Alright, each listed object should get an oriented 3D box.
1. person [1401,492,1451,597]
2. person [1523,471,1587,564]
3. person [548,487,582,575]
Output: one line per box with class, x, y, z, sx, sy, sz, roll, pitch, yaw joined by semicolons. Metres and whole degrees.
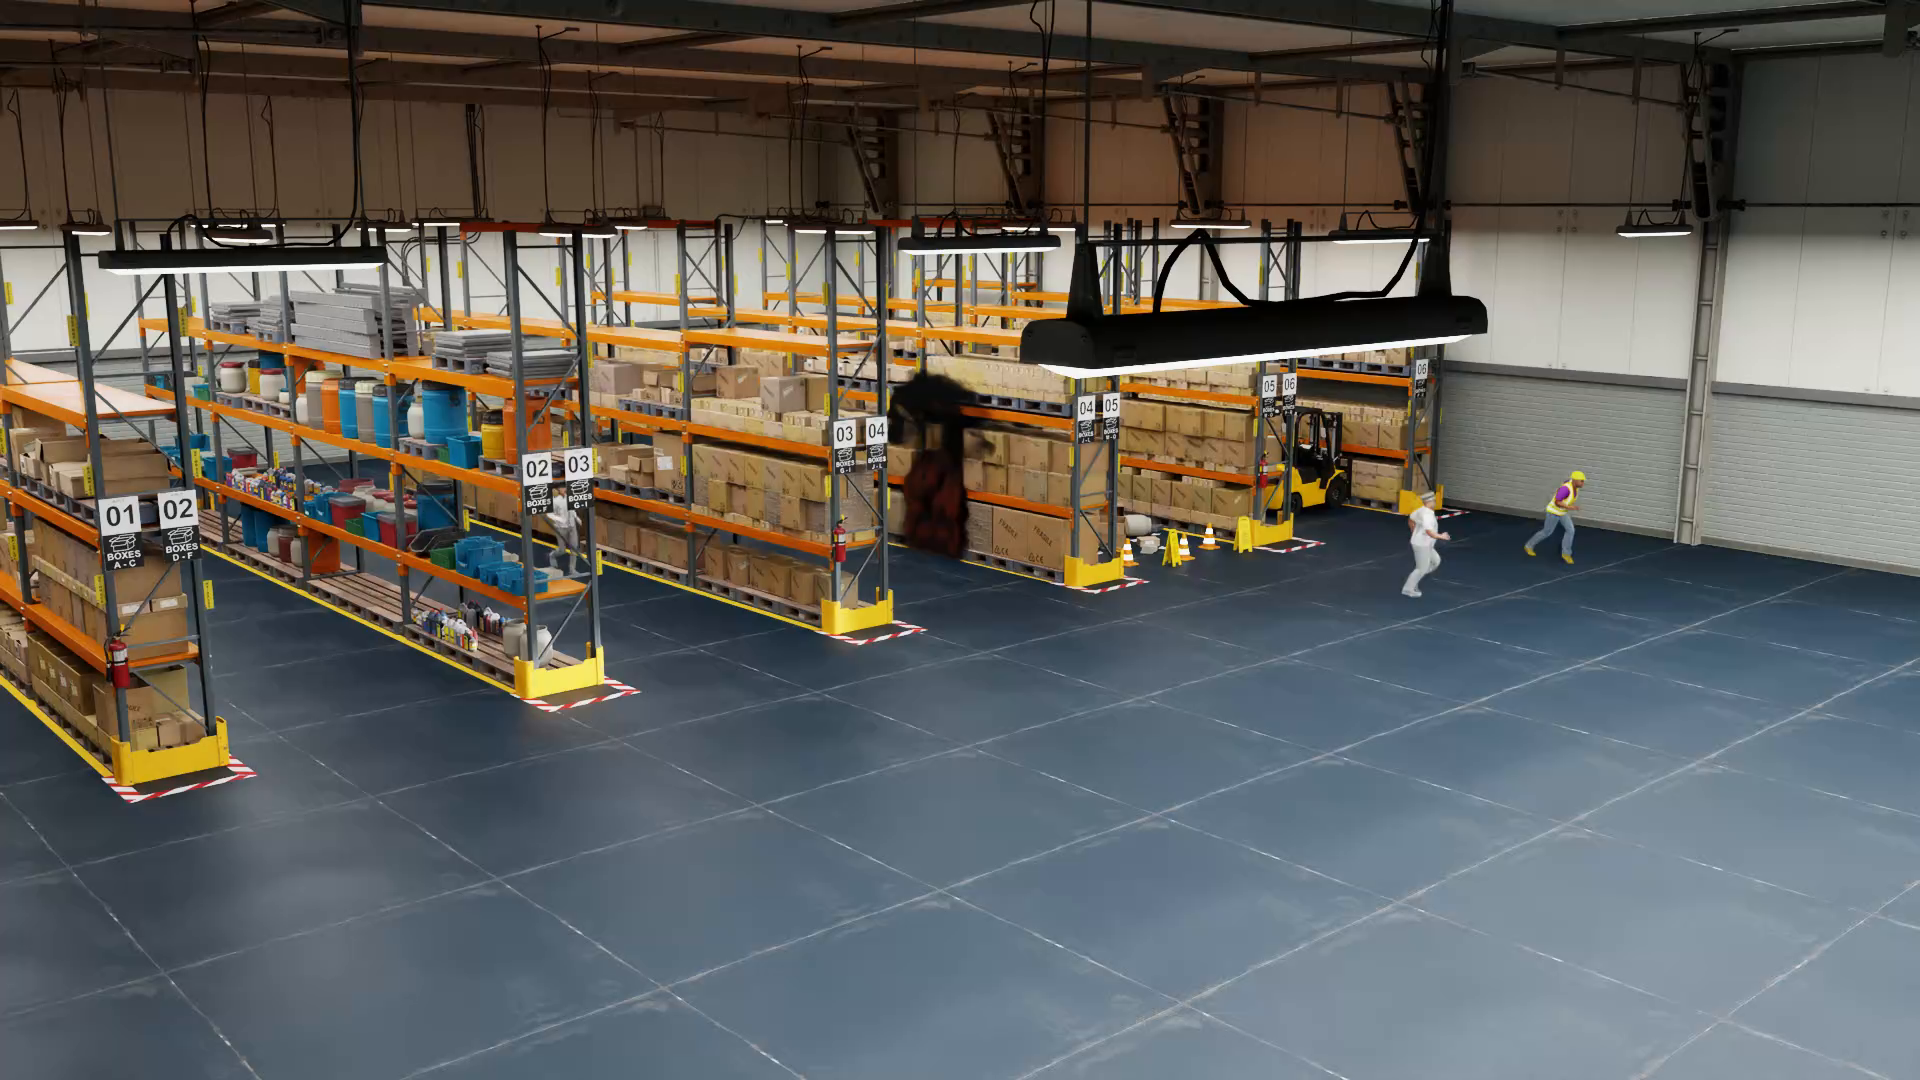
person;7.614;0.060;27.128;0.729;1.733;0.642;1;12;7
person;10.693;-0.423;29.874;1.047;1.718;0.747;9;15;38
person;-6.843;-0.228;28.798;0.625;1.654;0.723;-11;16;-44
